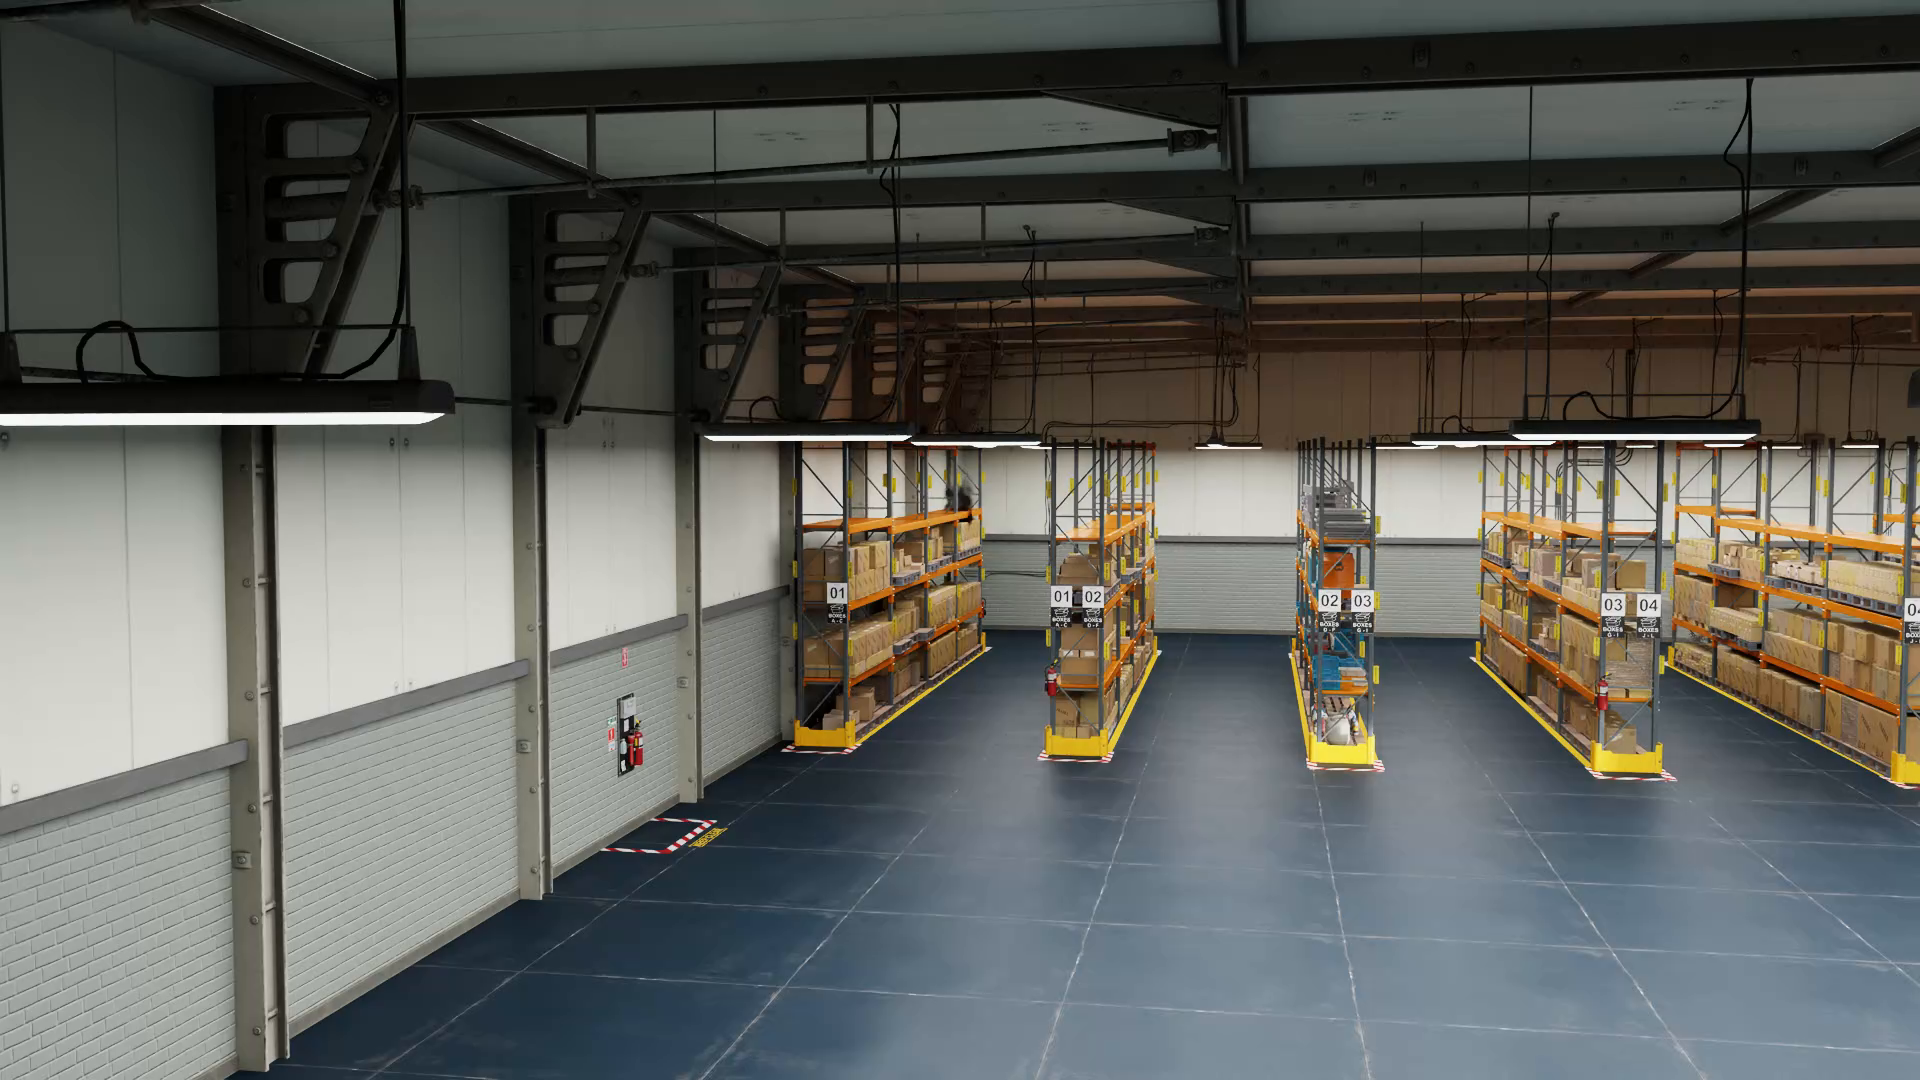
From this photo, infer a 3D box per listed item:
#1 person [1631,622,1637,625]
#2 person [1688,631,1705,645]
[{"bbox_3d":[18.384,2.449,45.560,0.876,1.761,0.850,-2,4,-31],"label":"person"},{"bbox_3d":[20.350,2.617,45.754,0.816,1.378,0.650,1,3,24],"label":"person"}]
